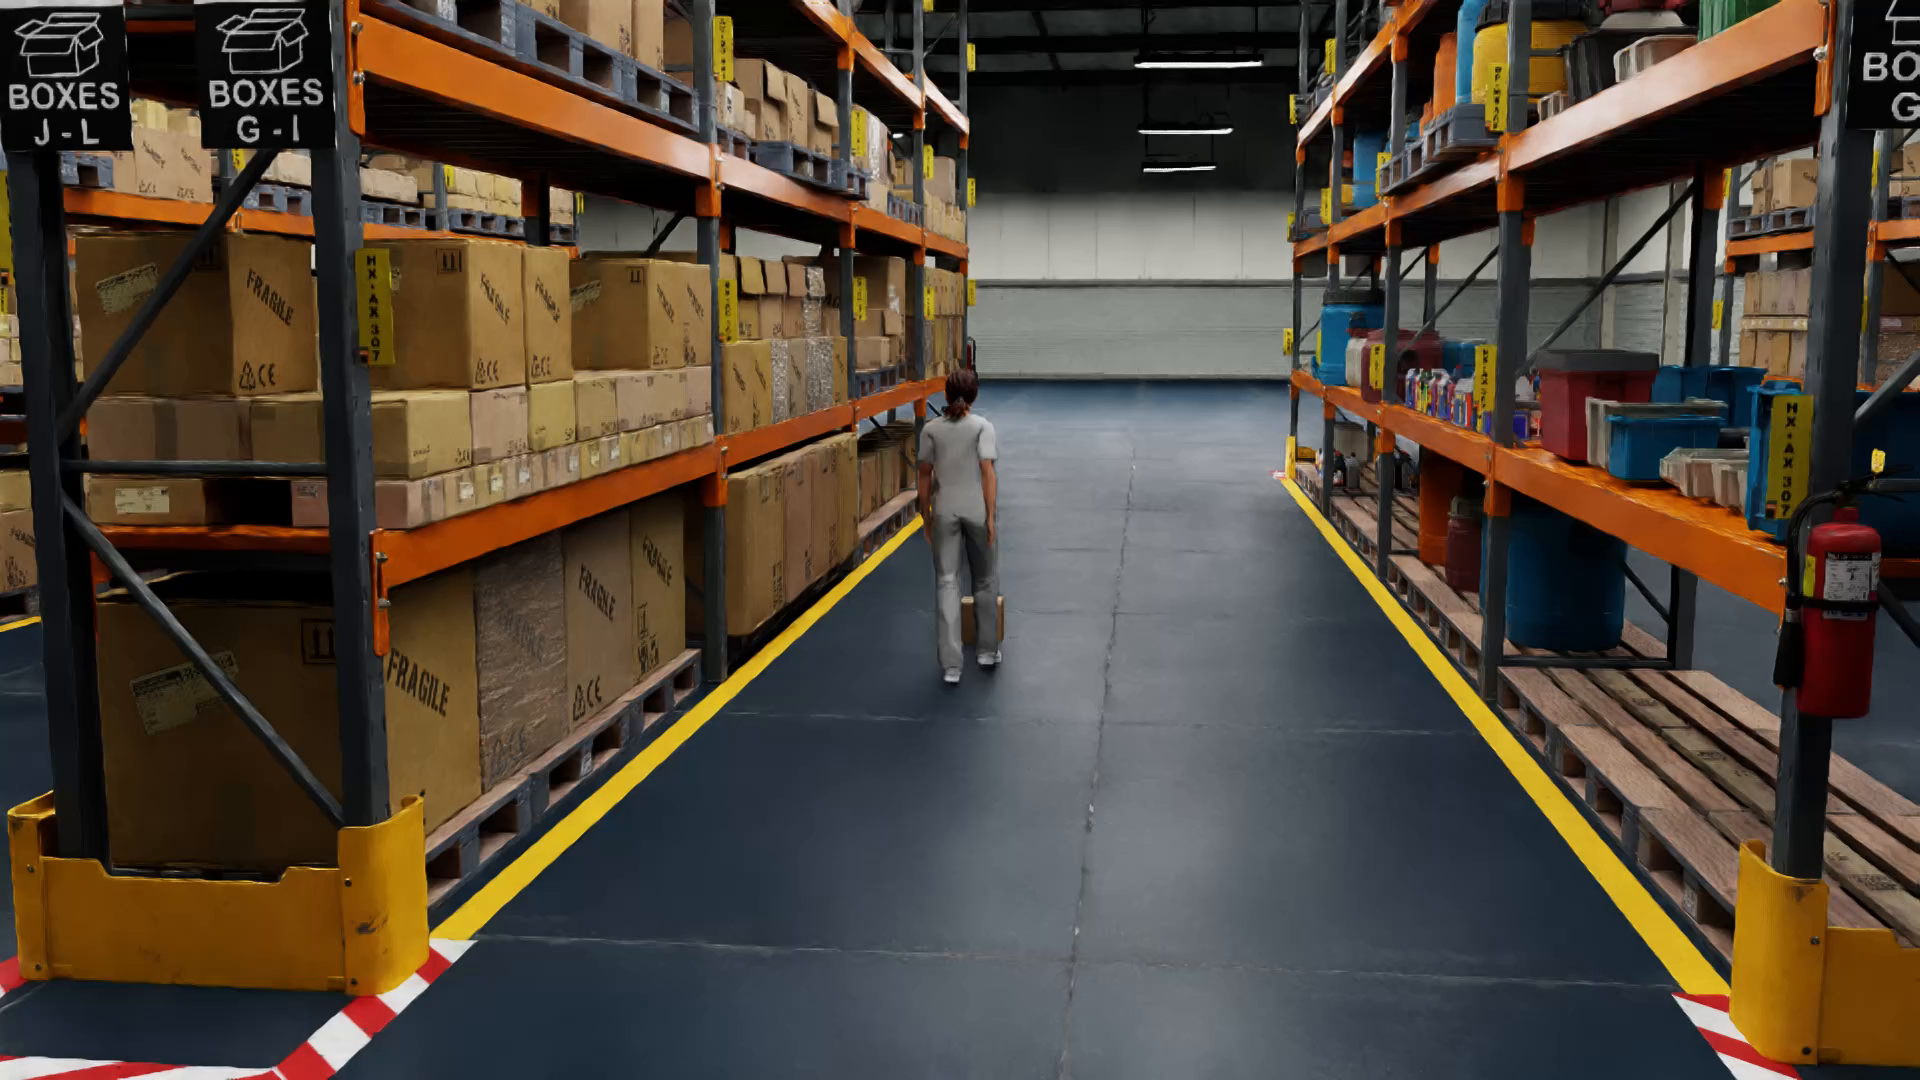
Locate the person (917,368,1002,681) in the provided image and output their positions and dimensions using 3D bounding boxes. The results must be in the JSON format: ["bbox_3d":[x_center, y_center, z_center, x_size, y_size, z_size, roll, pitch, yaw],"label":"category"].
[{"bbox_3d":[-0.008,-0.104,9.021,0.448,1.654,0.707,1,8,4],"label":"person"}]
